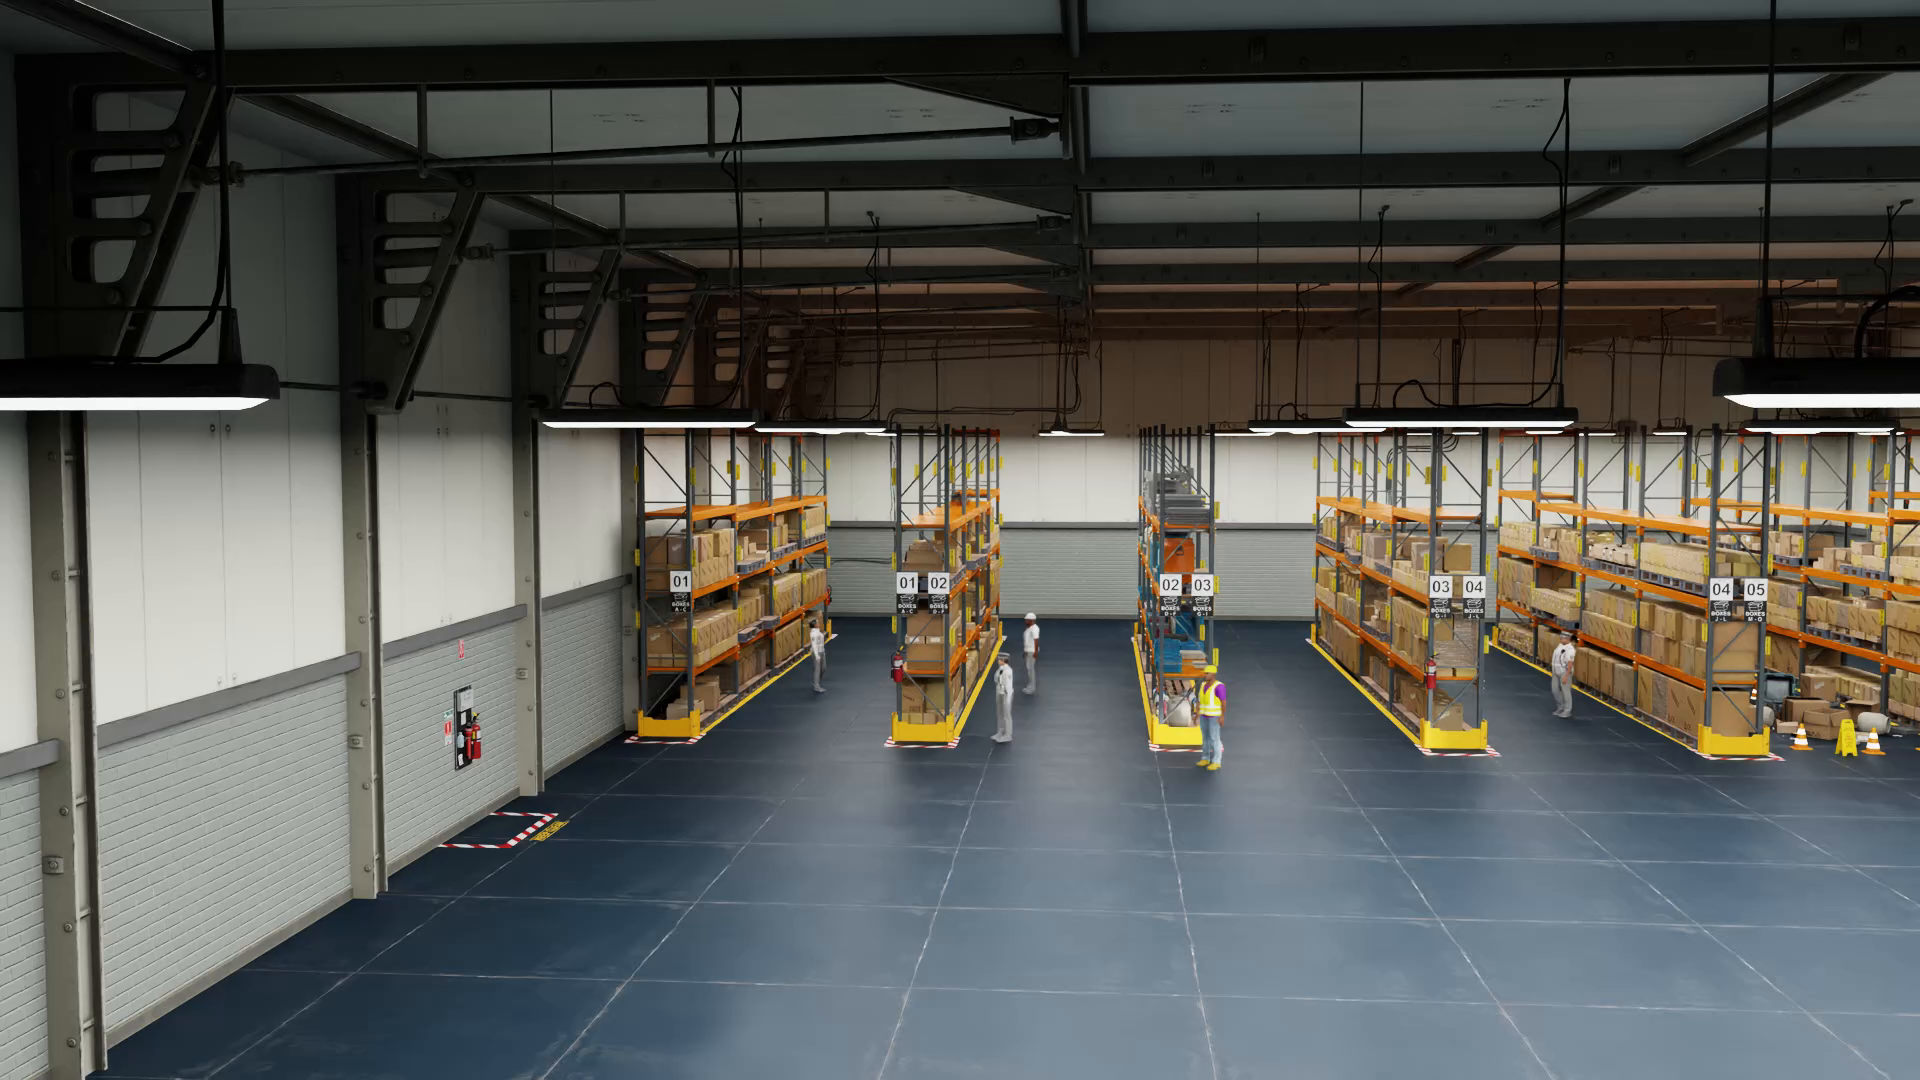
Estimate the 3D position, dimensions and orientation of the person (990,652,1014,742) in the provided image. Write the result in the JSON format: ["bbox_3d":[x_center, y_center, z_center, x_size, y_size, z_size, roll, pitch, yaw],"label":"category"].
[{"bbox_3d":[0.795,2.963,31.516,0.386,1.674,0.517,-2,4,-25],"label":"person"}]

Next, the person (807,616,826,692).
[{"bbox_3d":[-3.238,2.586,37.850,0.466,1.704,0.550,1,4,17],"label":"person"}]

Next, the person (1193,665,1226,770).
[{"bbox_3d":[4.333,3.075,28.984,0.402,1.784,0.601,-3,4,-38],"label":"person"}]

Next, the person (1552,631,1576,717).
[{"bbox_3d":[12.449,2.770,34.400,0.423,1.784,0.619,-1,4,-18],"label":"person"}]

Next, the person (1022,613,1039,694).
[{"bbox_3d":[1.579,2.554,37.637,0.416,1.793,0.673,-1,4,-10],"label":"person"}]
